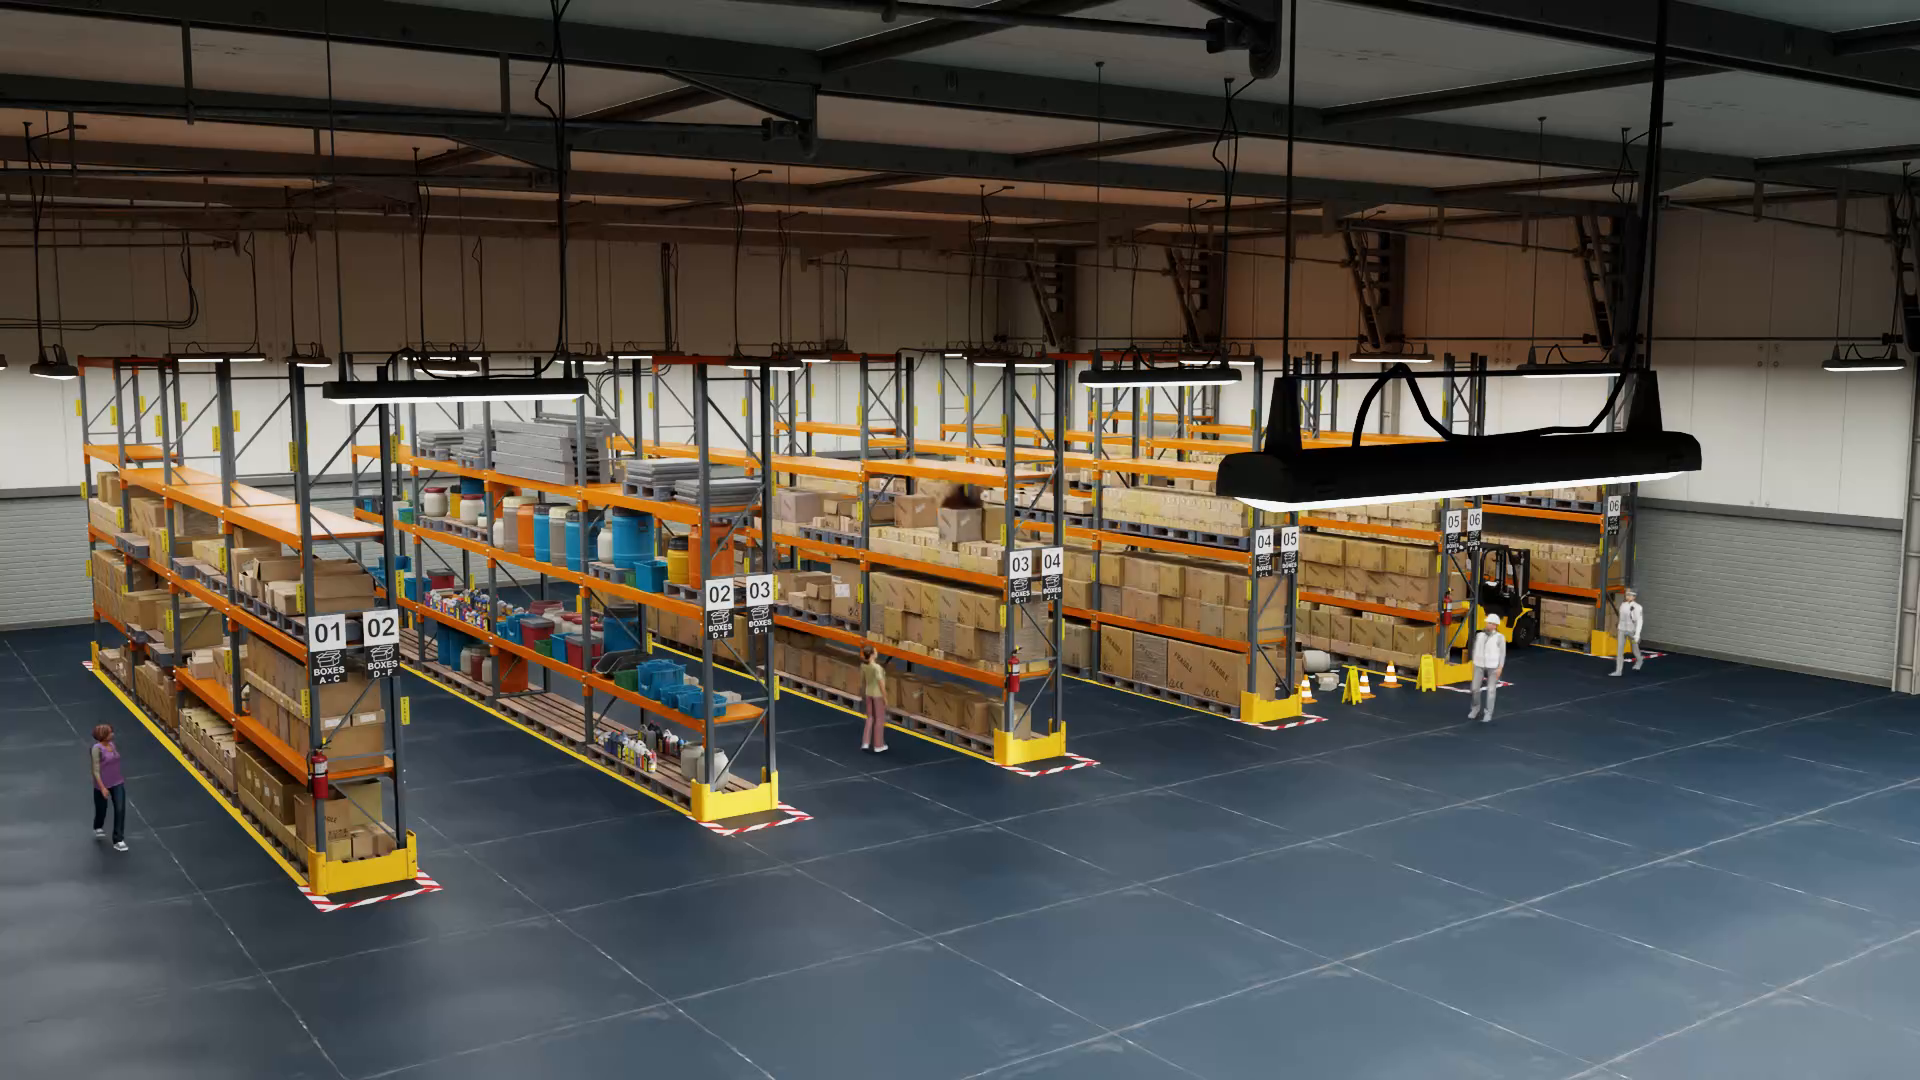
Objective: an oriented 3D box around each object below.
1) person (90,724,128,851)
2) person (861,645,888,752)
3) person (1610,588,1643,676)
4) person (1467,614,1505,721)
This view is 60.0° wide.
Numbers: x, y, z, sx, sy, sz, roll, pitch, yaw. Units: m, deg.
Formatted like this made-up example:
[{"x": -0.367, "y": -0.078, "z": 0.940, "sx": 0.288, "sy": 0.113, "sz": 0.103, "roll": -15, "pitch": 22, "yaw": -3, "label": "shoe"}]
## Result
[{"x": -10.631, "y": 3.049, "z": 20.707, "sx": 0.391, "sy": 1.555, "sz": 0.823, "roll": -6, "pitch": 9, "yaw": -42, "label": "person"}, {"x": -1.291, "y": 2.421, "z": 25.484, "sx": 0.482, "sy": 1.663, "sz": 0.452, "roll": 5, "pitch": 9, "yaw": 37, "label": "person"}, {"x": 12.619, "y": 1.715, "z": 31.314, "sx": 0.472, "sy": 1.652, "sz": 0.957, "roll": 5, "pitch": 9, "yaw": 38, "label": "person"}, {"x": 8.766, "y": 2.132, "z": 27.662, "sx": 0.568, "sy": 1.805, "sz": 0.519, "roll": 3, "pitch": 8, "yaw": 25, "label": "person"}]
